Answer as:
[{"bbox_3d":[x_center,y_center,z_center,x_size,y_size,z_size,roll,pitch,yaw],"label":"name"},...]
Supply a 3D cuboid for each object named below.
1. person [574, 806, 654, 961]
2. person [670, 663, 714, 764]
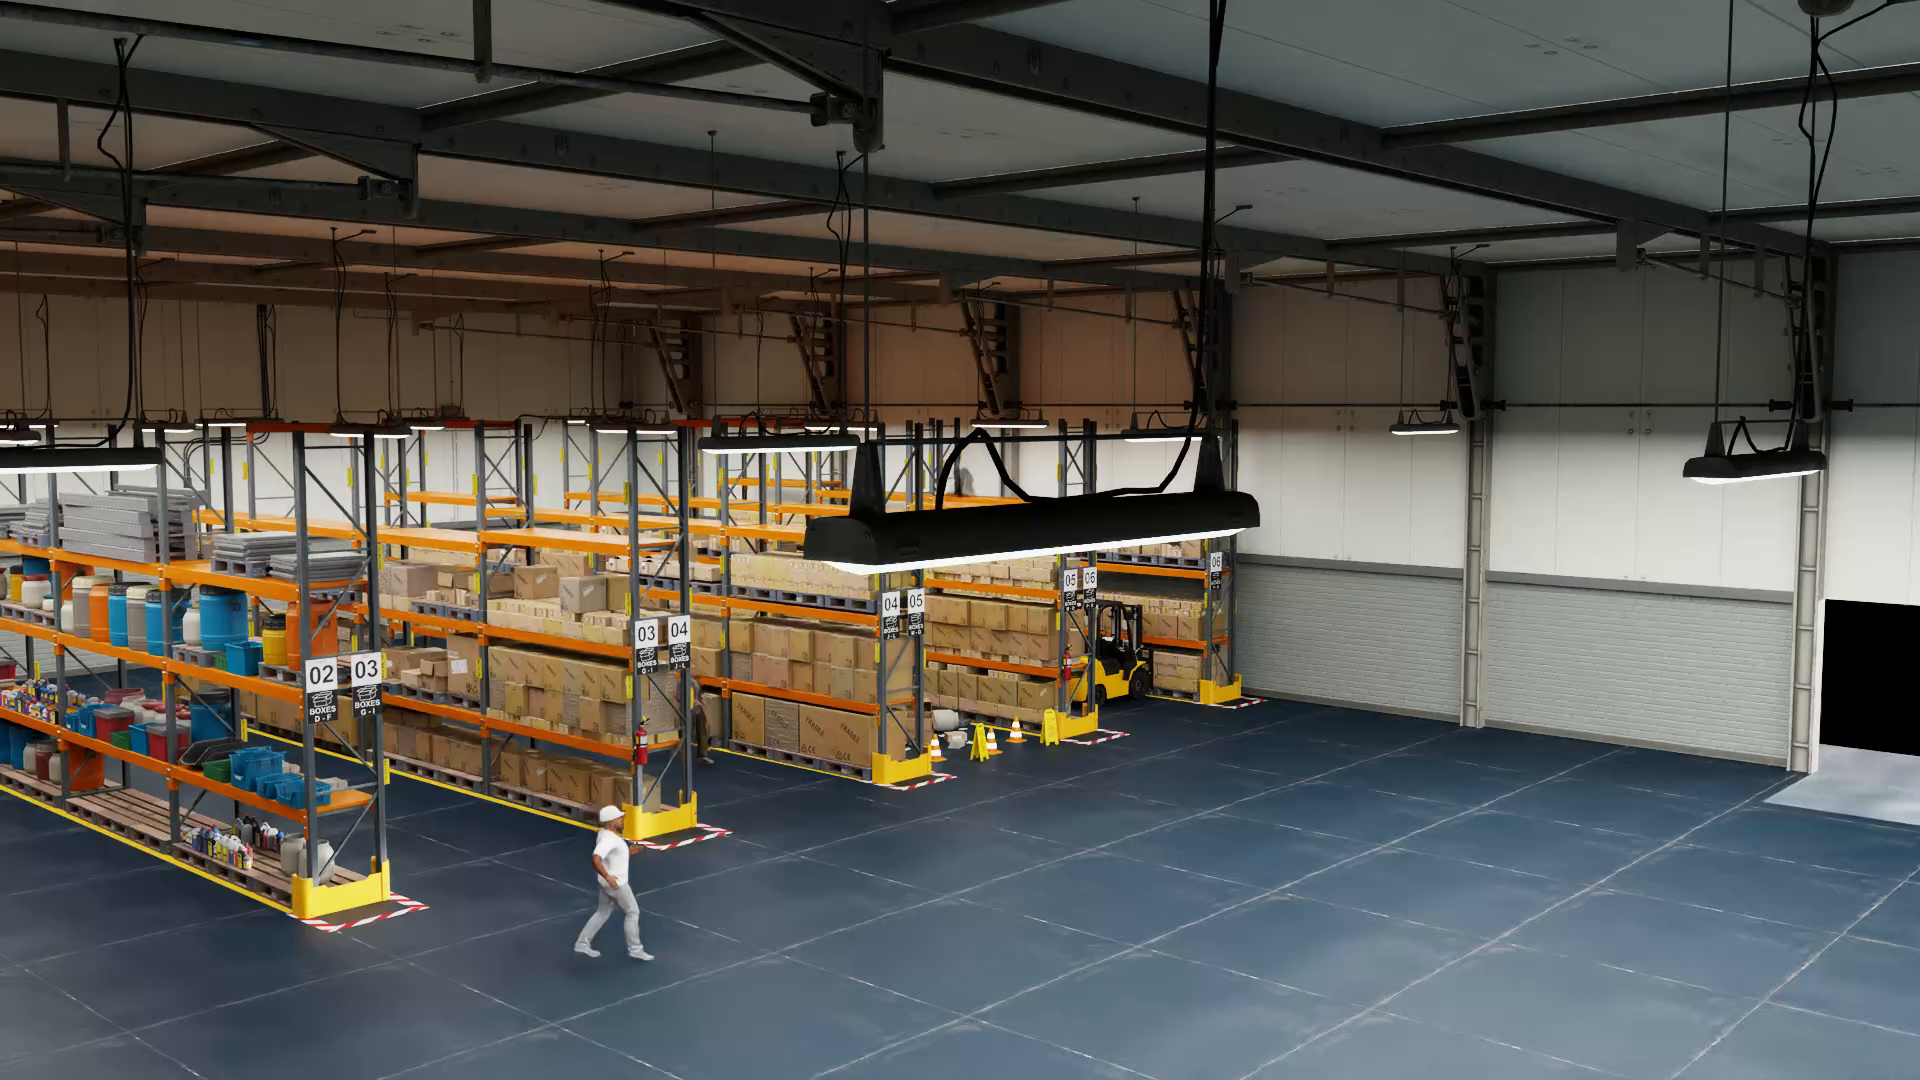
[{"bbox_3d":[-3.925,3.895,18.798,0.879,1.801,0.682,-2,5,-25],"label":"person"},{"bbox_3d":[-4.750,3.043,29.321,1.024,1.764,0.718,3,5,32],"label":"person"}]
